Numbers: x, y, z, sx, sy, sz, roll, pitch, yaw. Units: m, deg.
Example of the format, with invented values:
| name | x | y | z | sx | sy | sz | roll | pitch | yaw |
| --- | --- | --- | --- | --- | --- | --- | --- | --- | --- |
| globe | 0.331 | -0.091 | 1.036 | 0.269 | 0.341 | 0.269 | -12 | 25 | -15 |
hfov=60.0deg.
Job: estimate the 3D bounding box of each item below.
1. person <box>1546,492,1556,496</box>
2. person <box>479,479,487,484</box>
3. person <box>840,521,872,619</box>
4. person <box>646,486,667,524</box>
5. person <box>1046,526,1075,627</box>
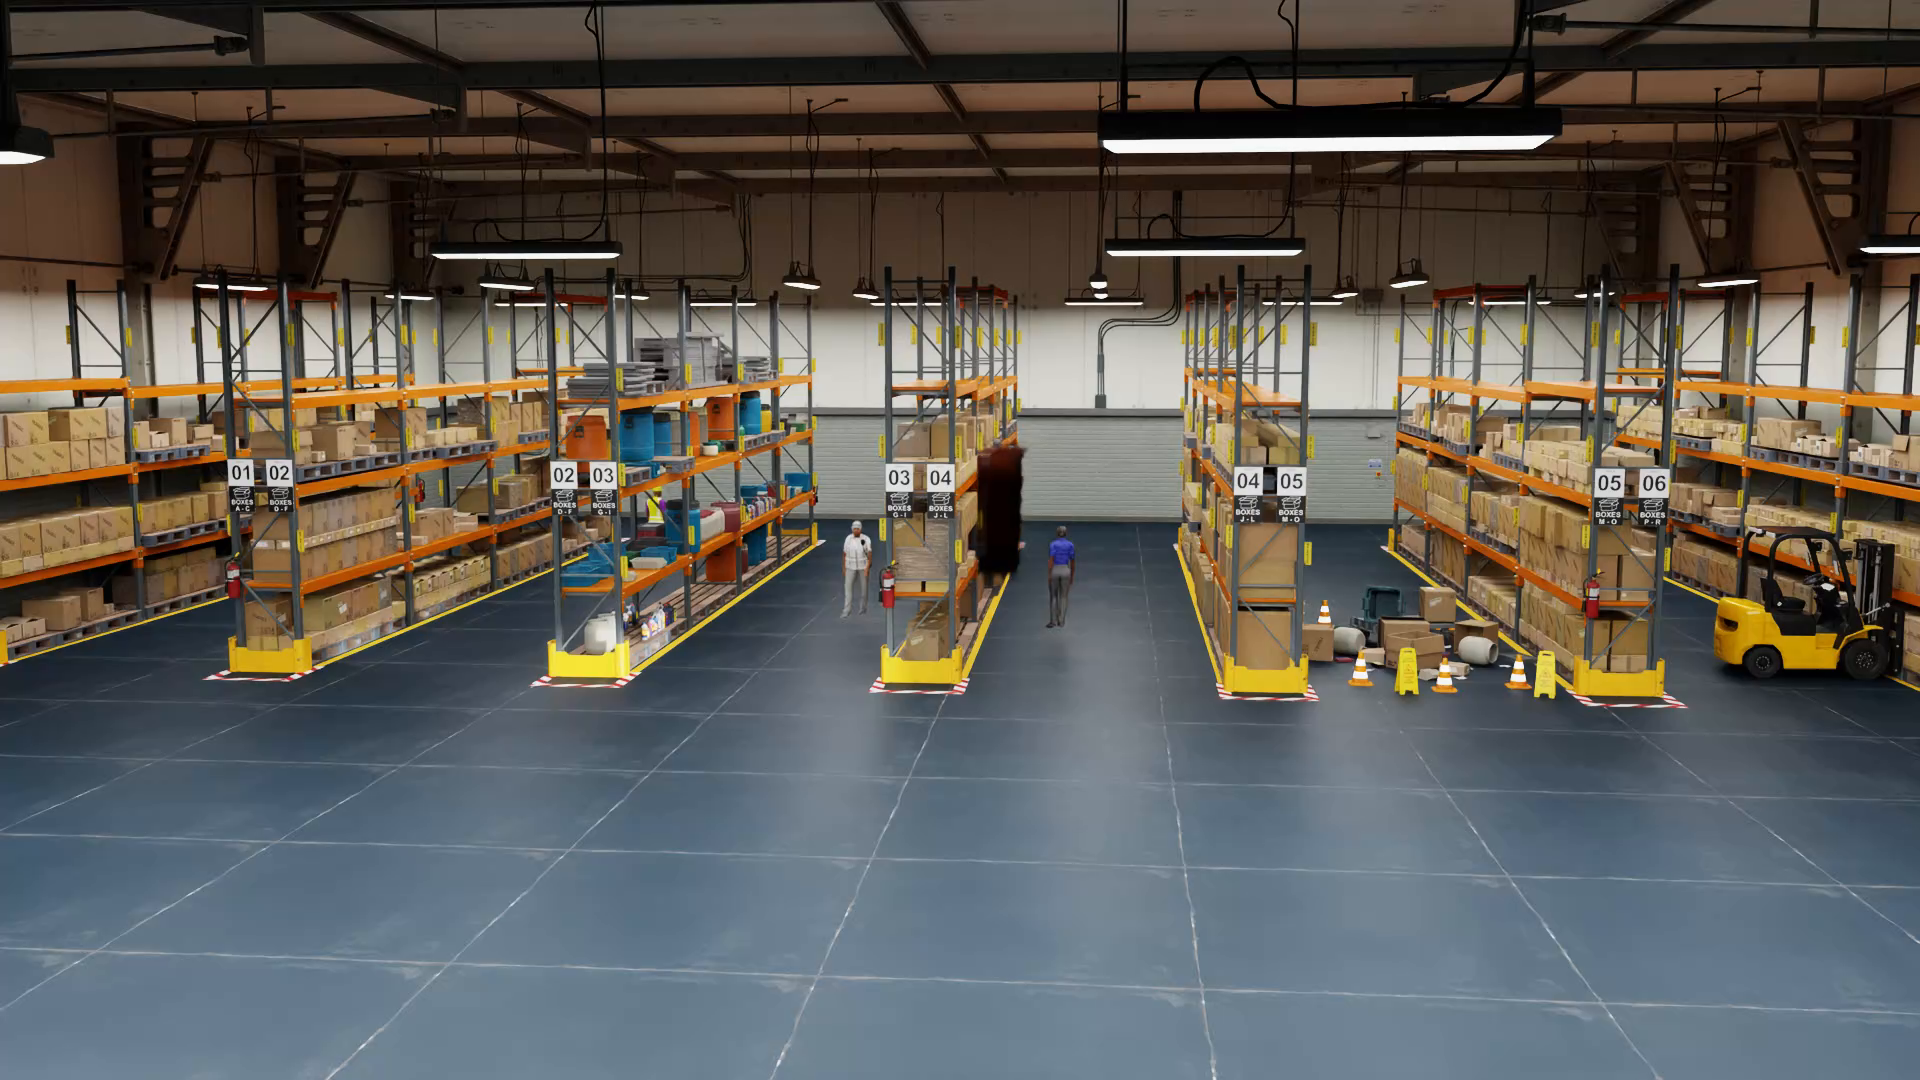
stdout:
| name | x | y | z | sx | sy | sz | roll | pitch | yaw |
| --- | --- | --- | --- | --- | --- | --- | --- | --- | --- |
| person | 15.106 | -0.970 | 42.224 | 1.018 | 1.680 | 0.536 | -2 | 7 | -13 |
| person | -10.963 | -0.520 | 38.320 | 0.576 | 1.762 | 0.533 | 4 | 8 | 30 |
| person | -1.748 | 0.485 | 28.002 | 0.530 | 1.621 | 0.913 | 0 | 7 | -2 |
| person | -6.694 | -0.325 | 36.702 | 0.609 | 1.769 | 0.489 | 5 | 9 | 37 |
| person | 1.648 | 0.628 | 27.141 | 0.459 | 1.714 | 0.589 | 0 | 7 | 1 |
